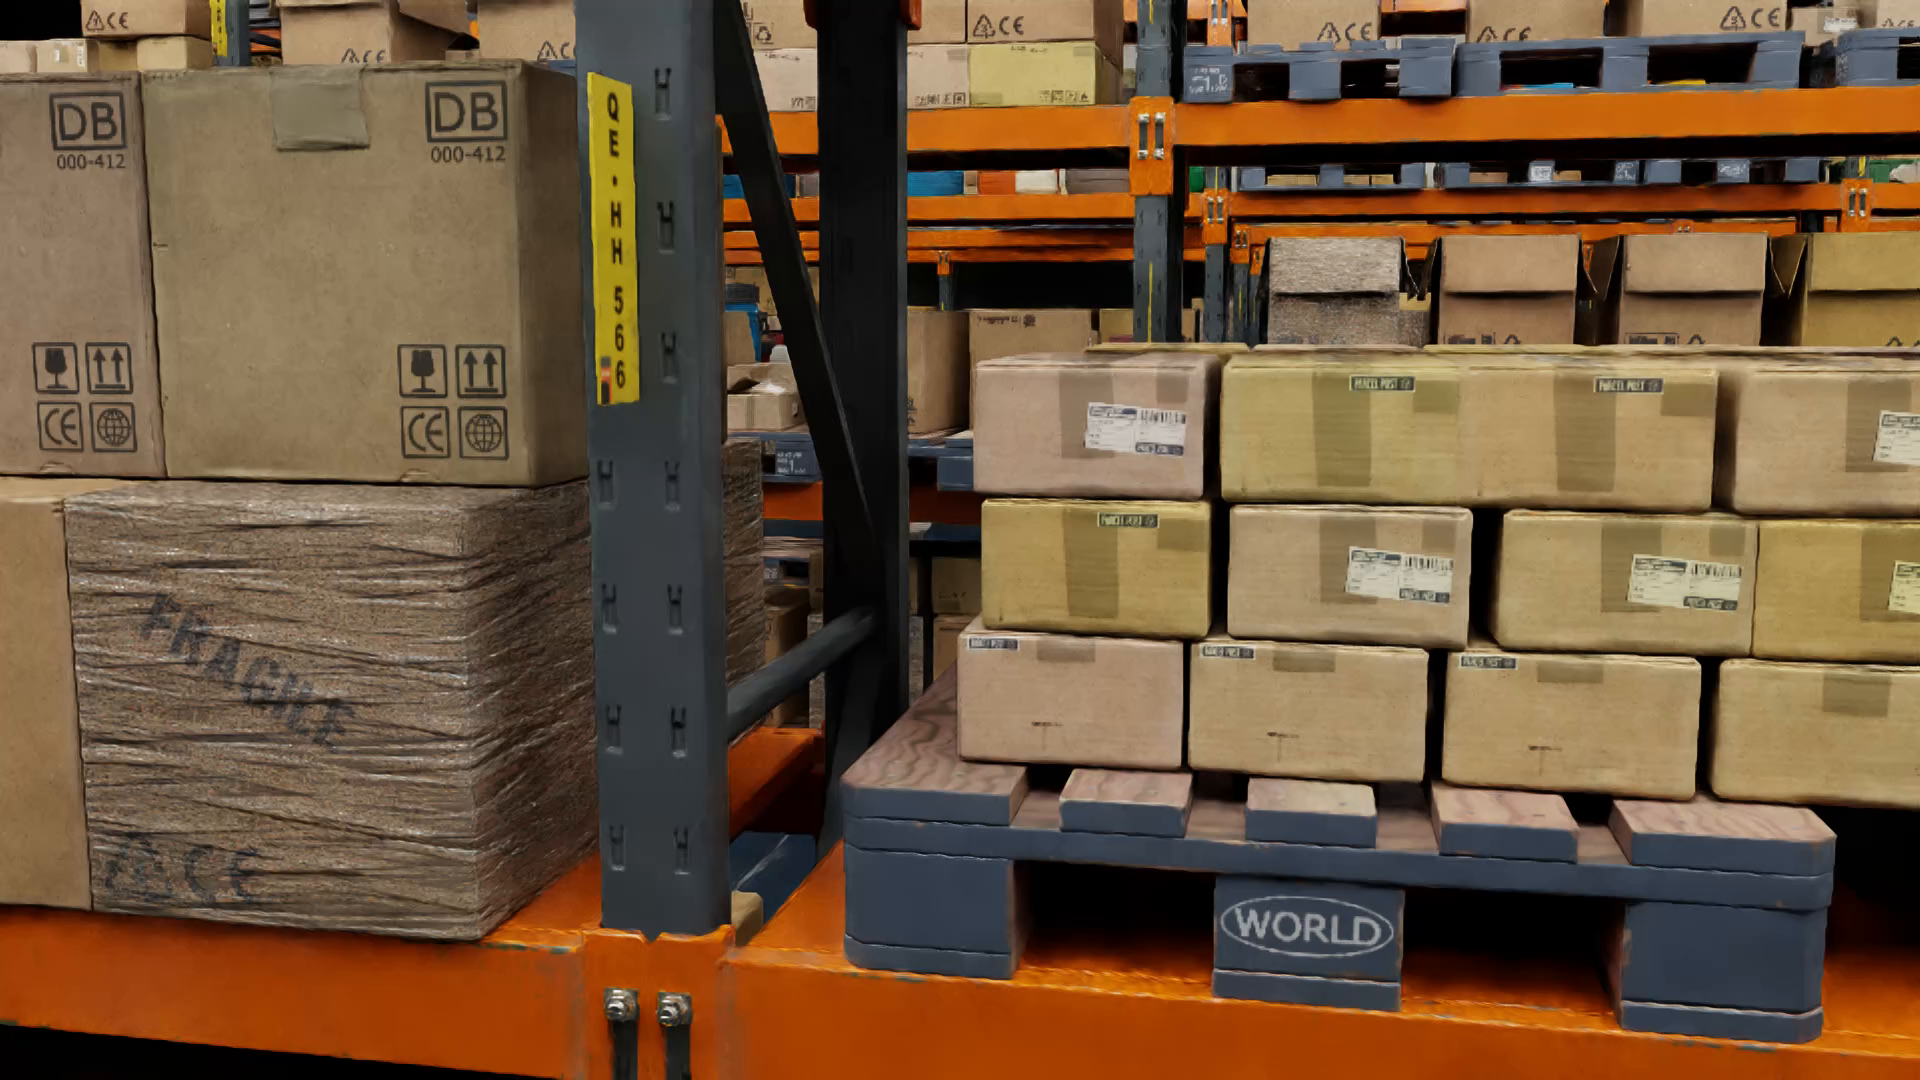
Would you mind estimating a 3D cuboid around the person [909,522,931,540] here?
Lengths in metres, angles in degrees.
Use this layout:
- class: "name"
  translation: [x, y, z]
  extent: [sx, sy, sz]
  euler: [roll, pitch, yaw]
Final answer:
- class: "person"
  translation: [-0.363, -0.068, 8.771]
  extent: [0.819, 1.752, 0.578]
  euler: [2, 8, 11]
